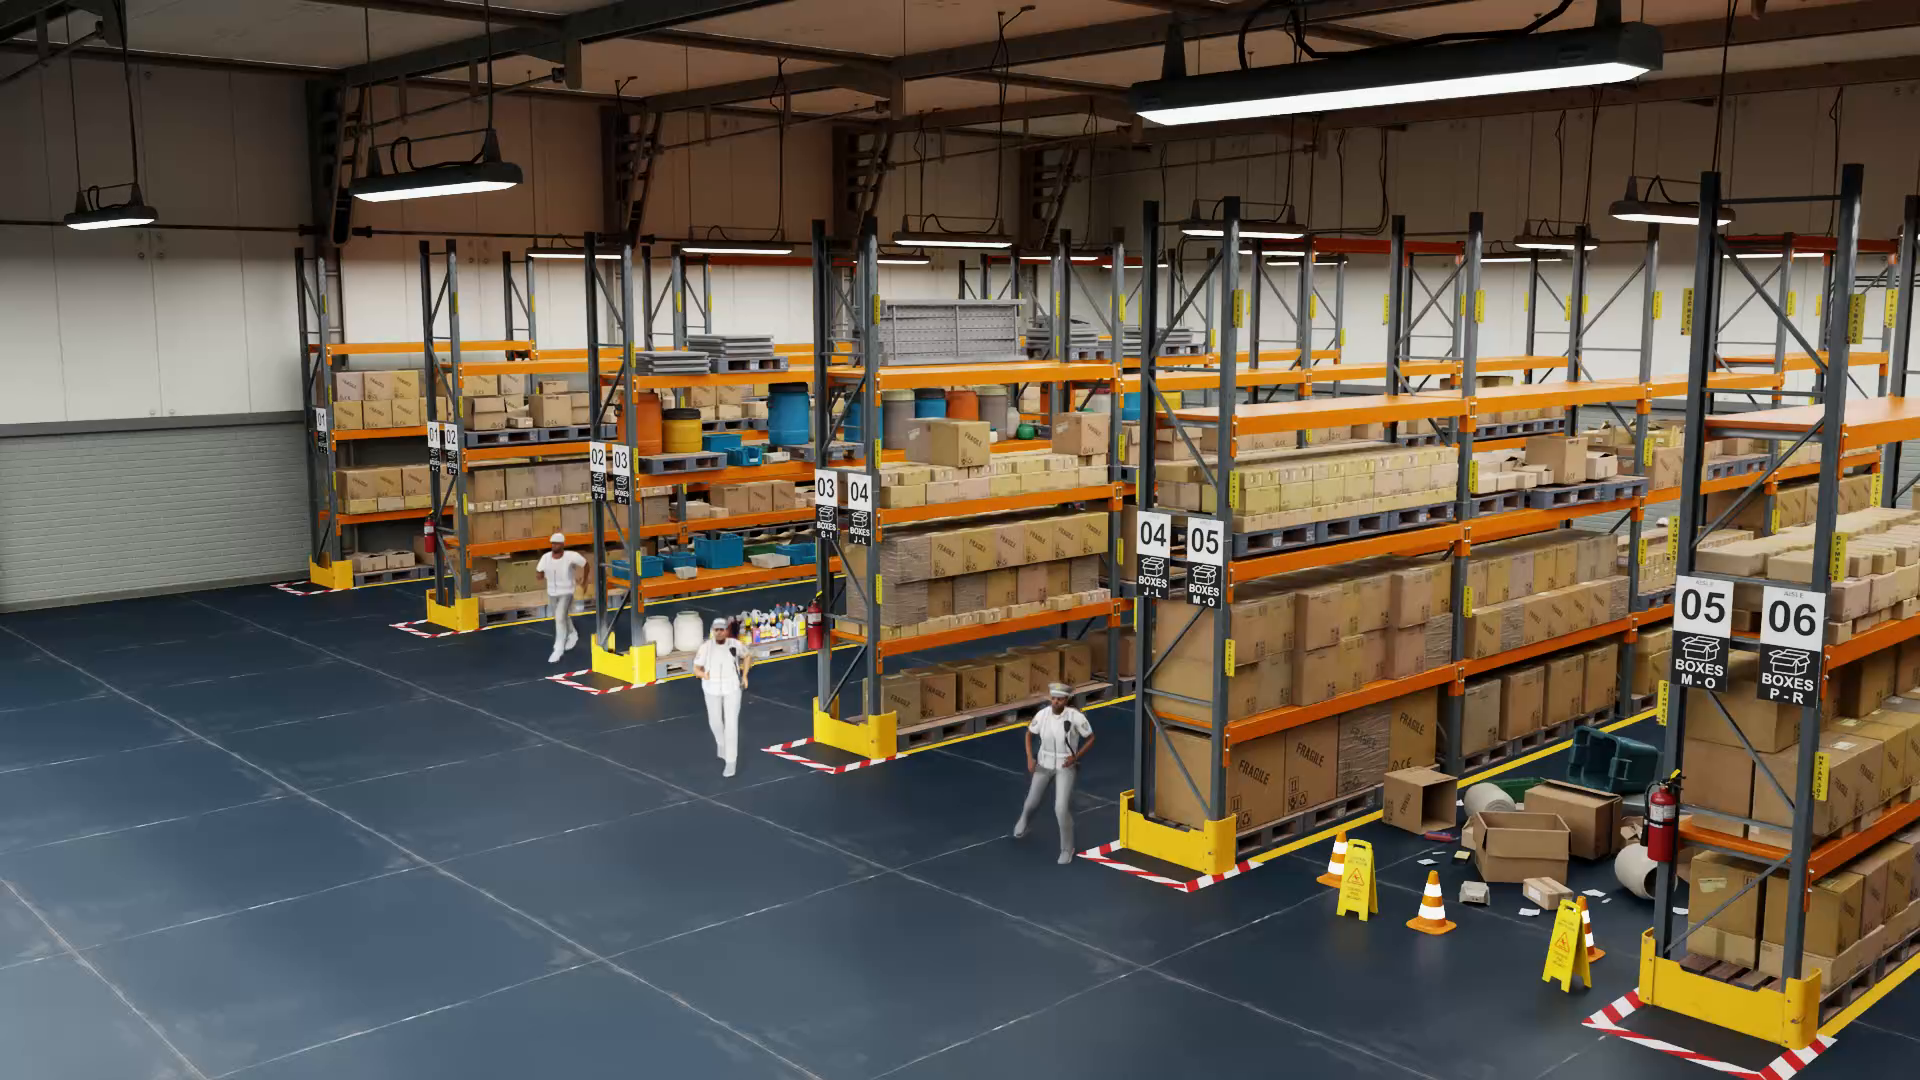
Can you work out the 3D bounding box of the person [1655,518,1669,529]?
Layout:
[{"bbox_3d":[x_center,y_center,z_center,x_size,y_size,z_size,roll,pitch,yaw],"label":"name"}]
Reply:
[{"bbox_3d":[10.940,0.512,25.941,0.712,1.742,0.693,-8,11,-42],"label":"person"}]

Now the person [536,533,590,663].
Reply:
[{"bbox_3d":[-5.715,0.784,23.858,0.681,1.802,0.892,3,9,19],"label":"person"}]

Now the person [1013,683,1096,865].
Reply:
[{"bbox_3d":[0.857,2.120,15.472,0.809,1.695,0.671,2,9,15],"label":"person"}]

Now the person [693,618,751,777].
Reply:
[{"bbox_3d":[-2.599,1.656,18.149,0.613,1.639,0.967,0,8,-1],"label":"person"}]
